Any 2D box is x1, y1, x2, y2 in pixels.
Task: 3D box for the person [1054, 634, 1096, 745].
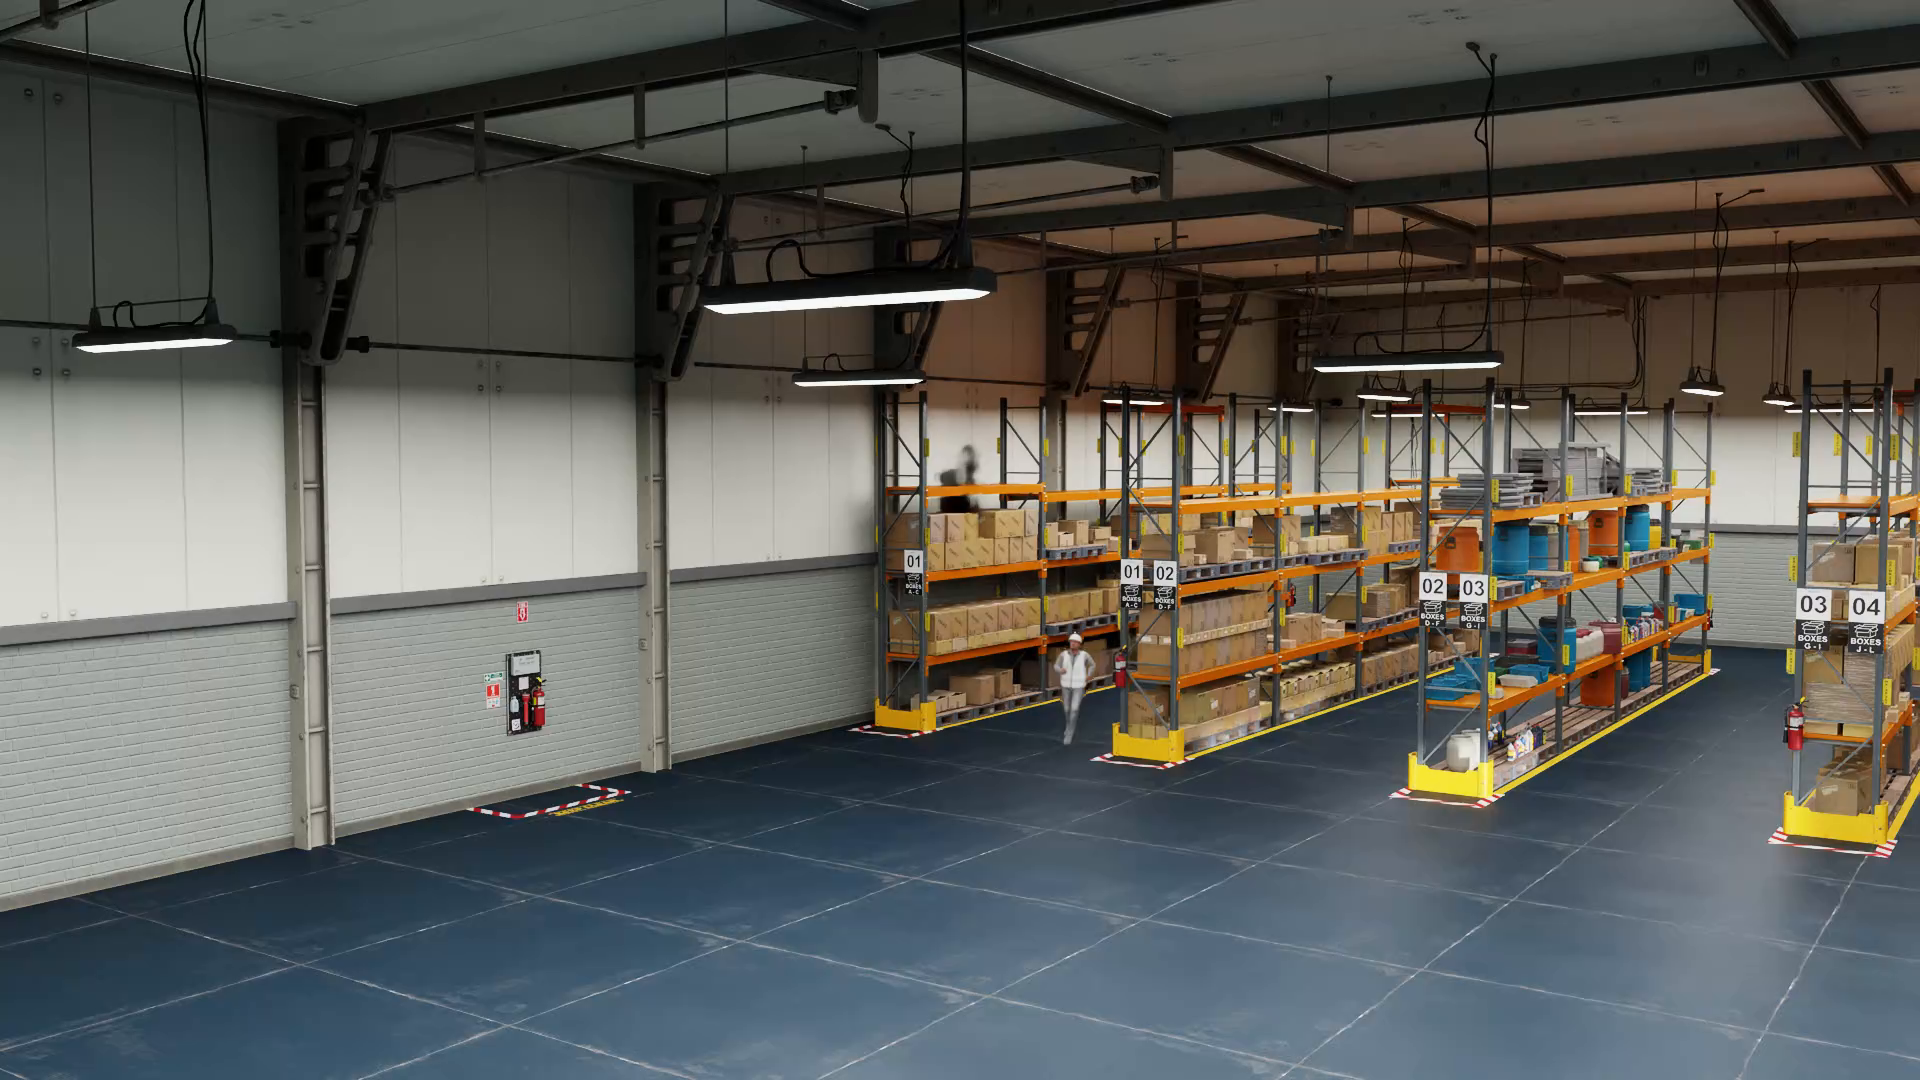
[{"bbox_3d":[1.905,2.466,27.811,0.680,1.818,0.818,1,3,17],"label":"person"}]
